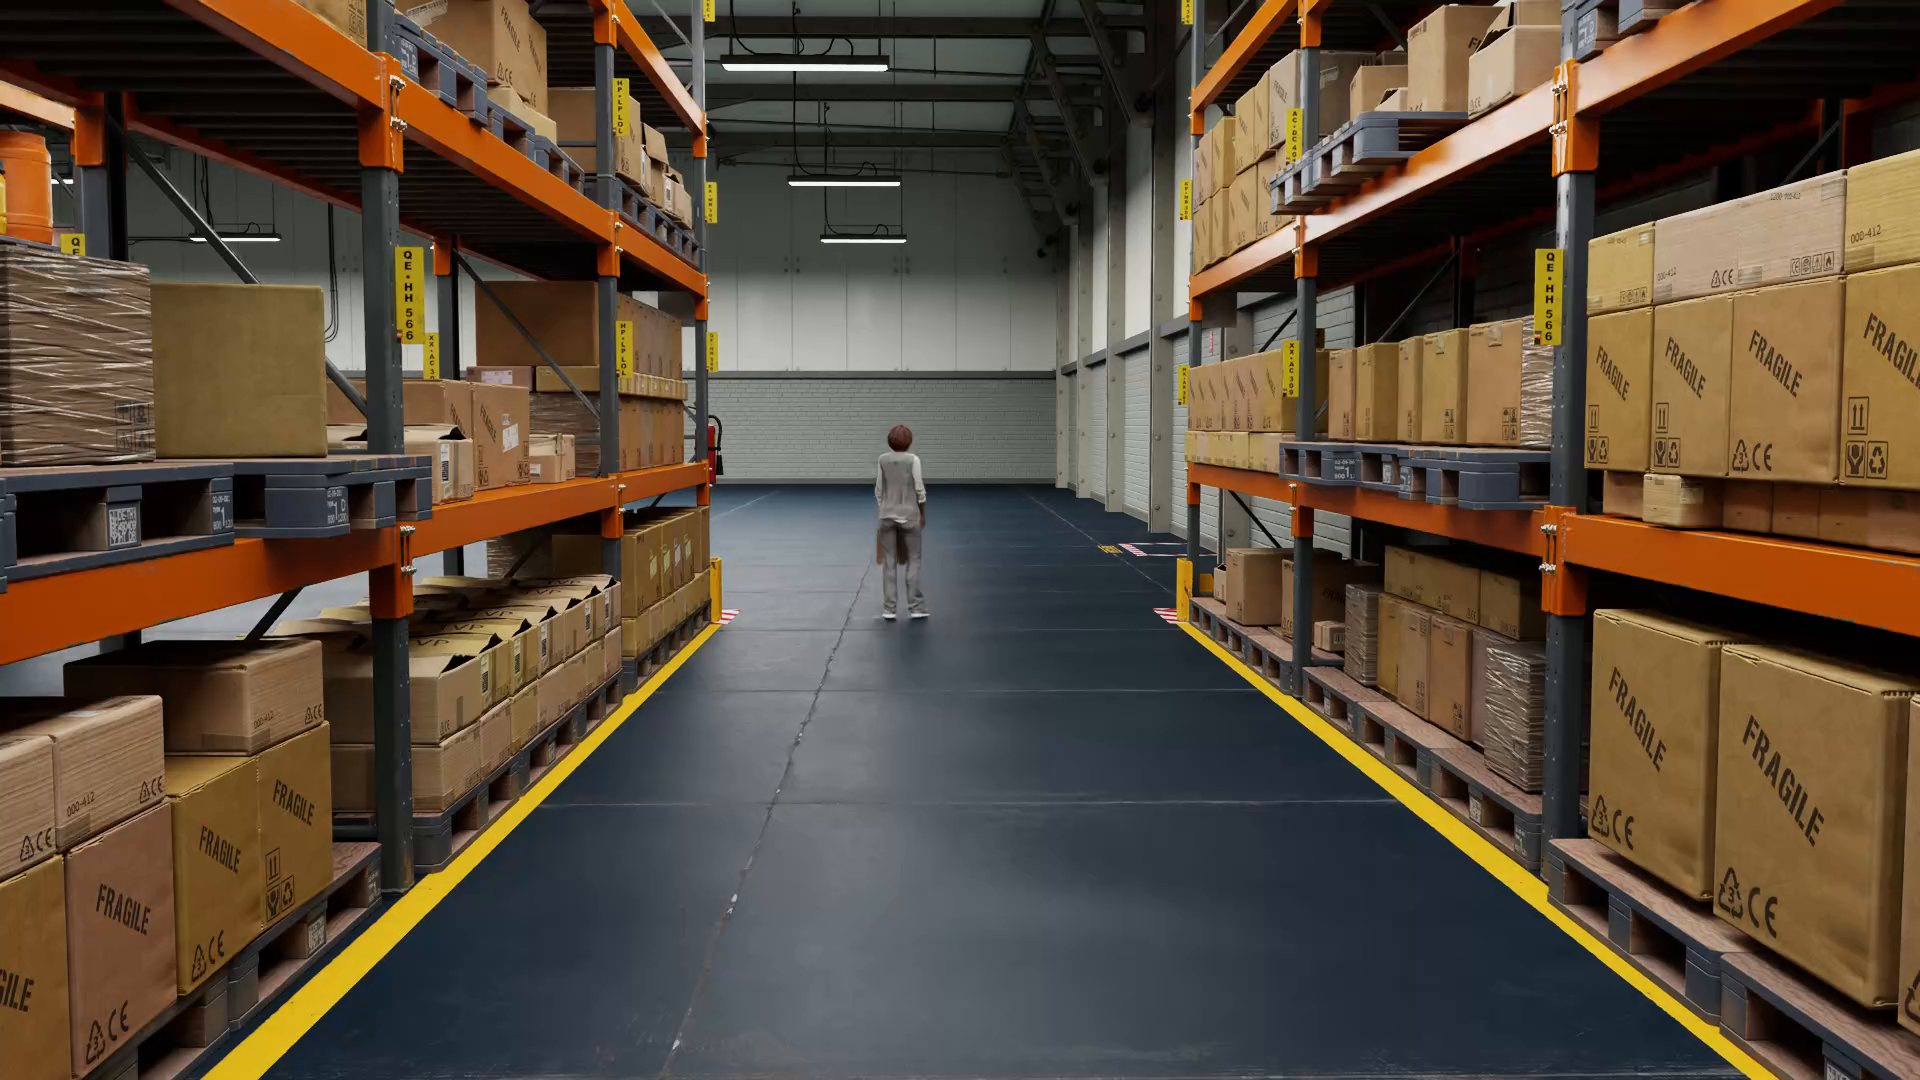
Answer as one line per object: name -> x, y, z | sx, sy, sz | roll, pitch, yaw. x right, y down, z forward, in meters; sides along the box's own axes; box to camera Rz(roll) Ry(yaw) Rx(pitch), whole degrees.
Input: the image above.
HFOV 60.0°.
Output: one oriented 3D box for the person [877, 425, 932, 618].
person -> -0.478, -0.147, 13.789 | 0.437, 1.598, 0.475 | 1, 4, 15
